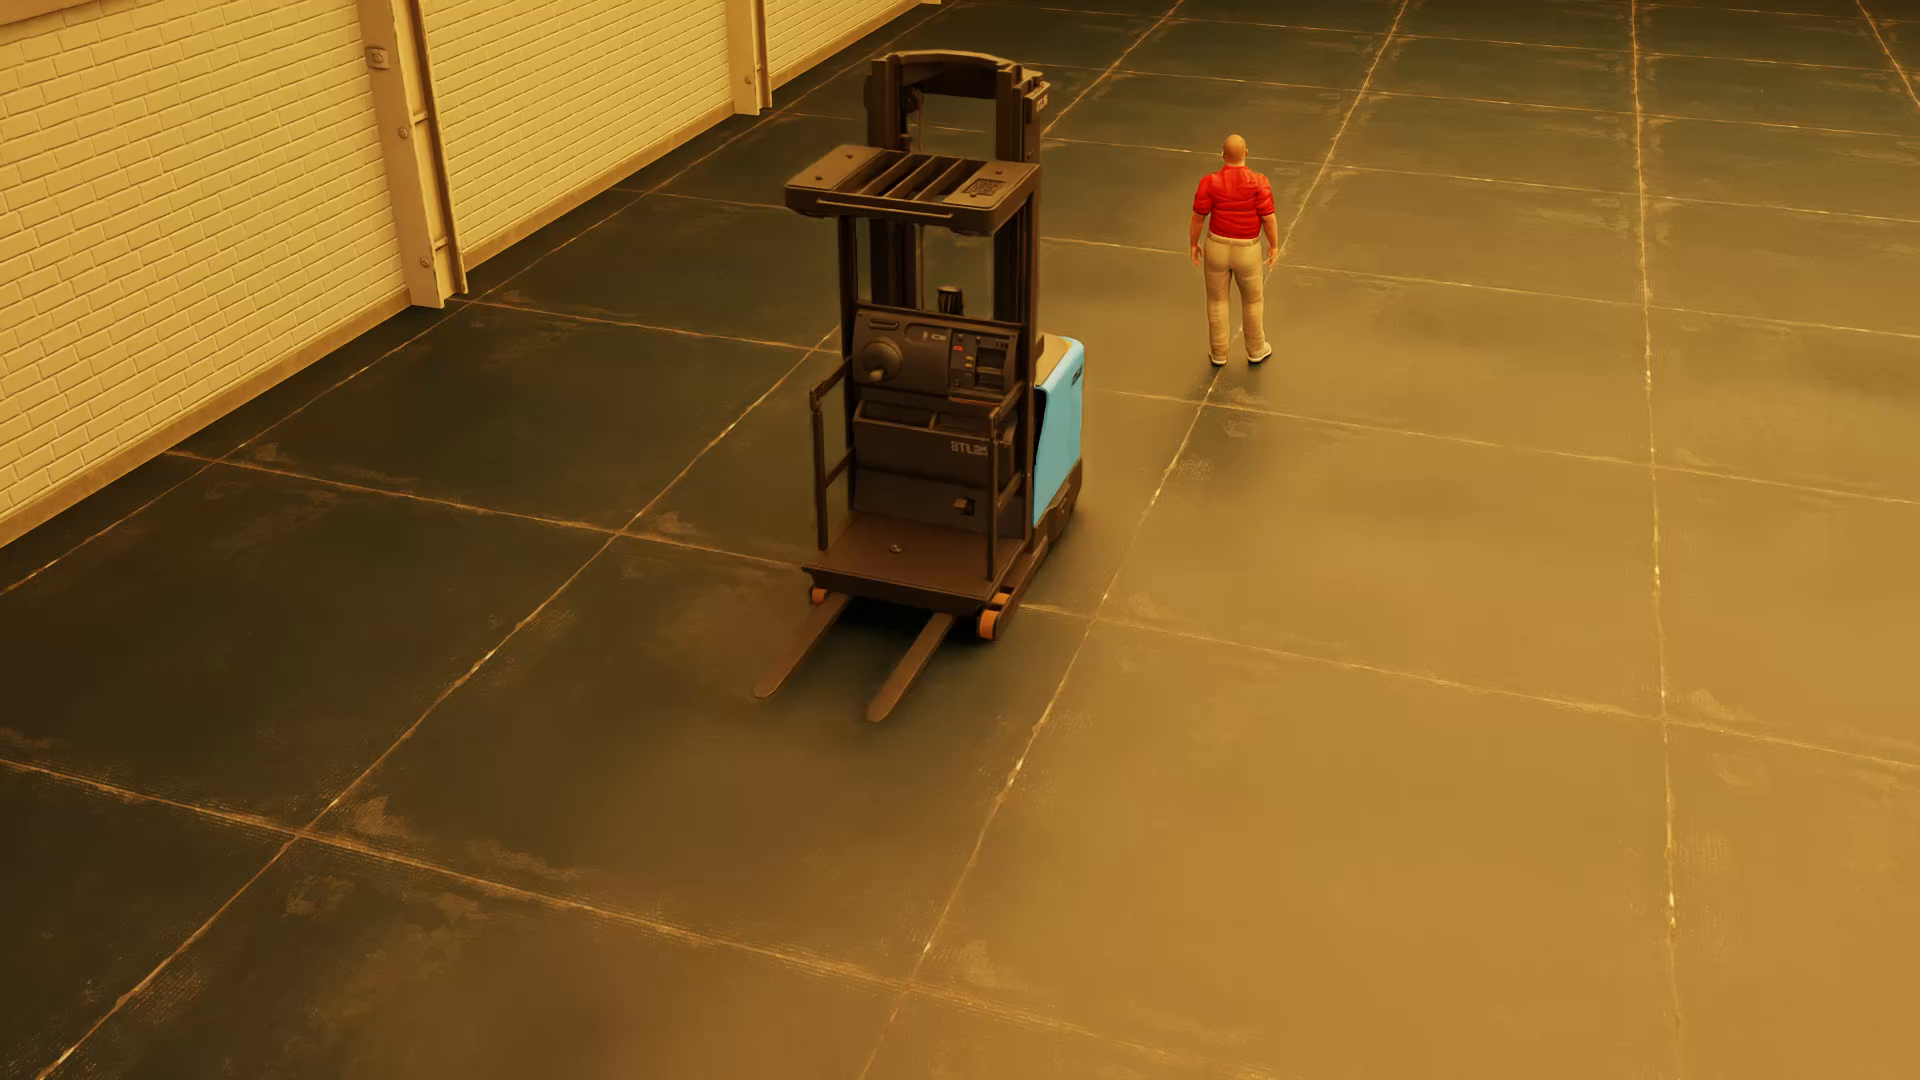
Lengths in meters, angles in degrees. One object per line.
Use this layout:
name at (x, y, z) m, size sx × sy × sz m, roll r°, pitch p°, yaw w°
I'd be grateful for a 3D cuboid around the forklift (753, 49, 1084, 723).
forklift at (-0.208, -0.953, 8.808) m, size 1.130 × 2.935 × 3.031 m, roll 10°, pitch 31°, yaw 17°

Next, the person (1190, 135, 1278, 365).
person at (1.991, -2.112, 12.039) m, size 0.641 × 1.728 × 0.550 m, roll 7°, pitch 31°, yaw 13°
